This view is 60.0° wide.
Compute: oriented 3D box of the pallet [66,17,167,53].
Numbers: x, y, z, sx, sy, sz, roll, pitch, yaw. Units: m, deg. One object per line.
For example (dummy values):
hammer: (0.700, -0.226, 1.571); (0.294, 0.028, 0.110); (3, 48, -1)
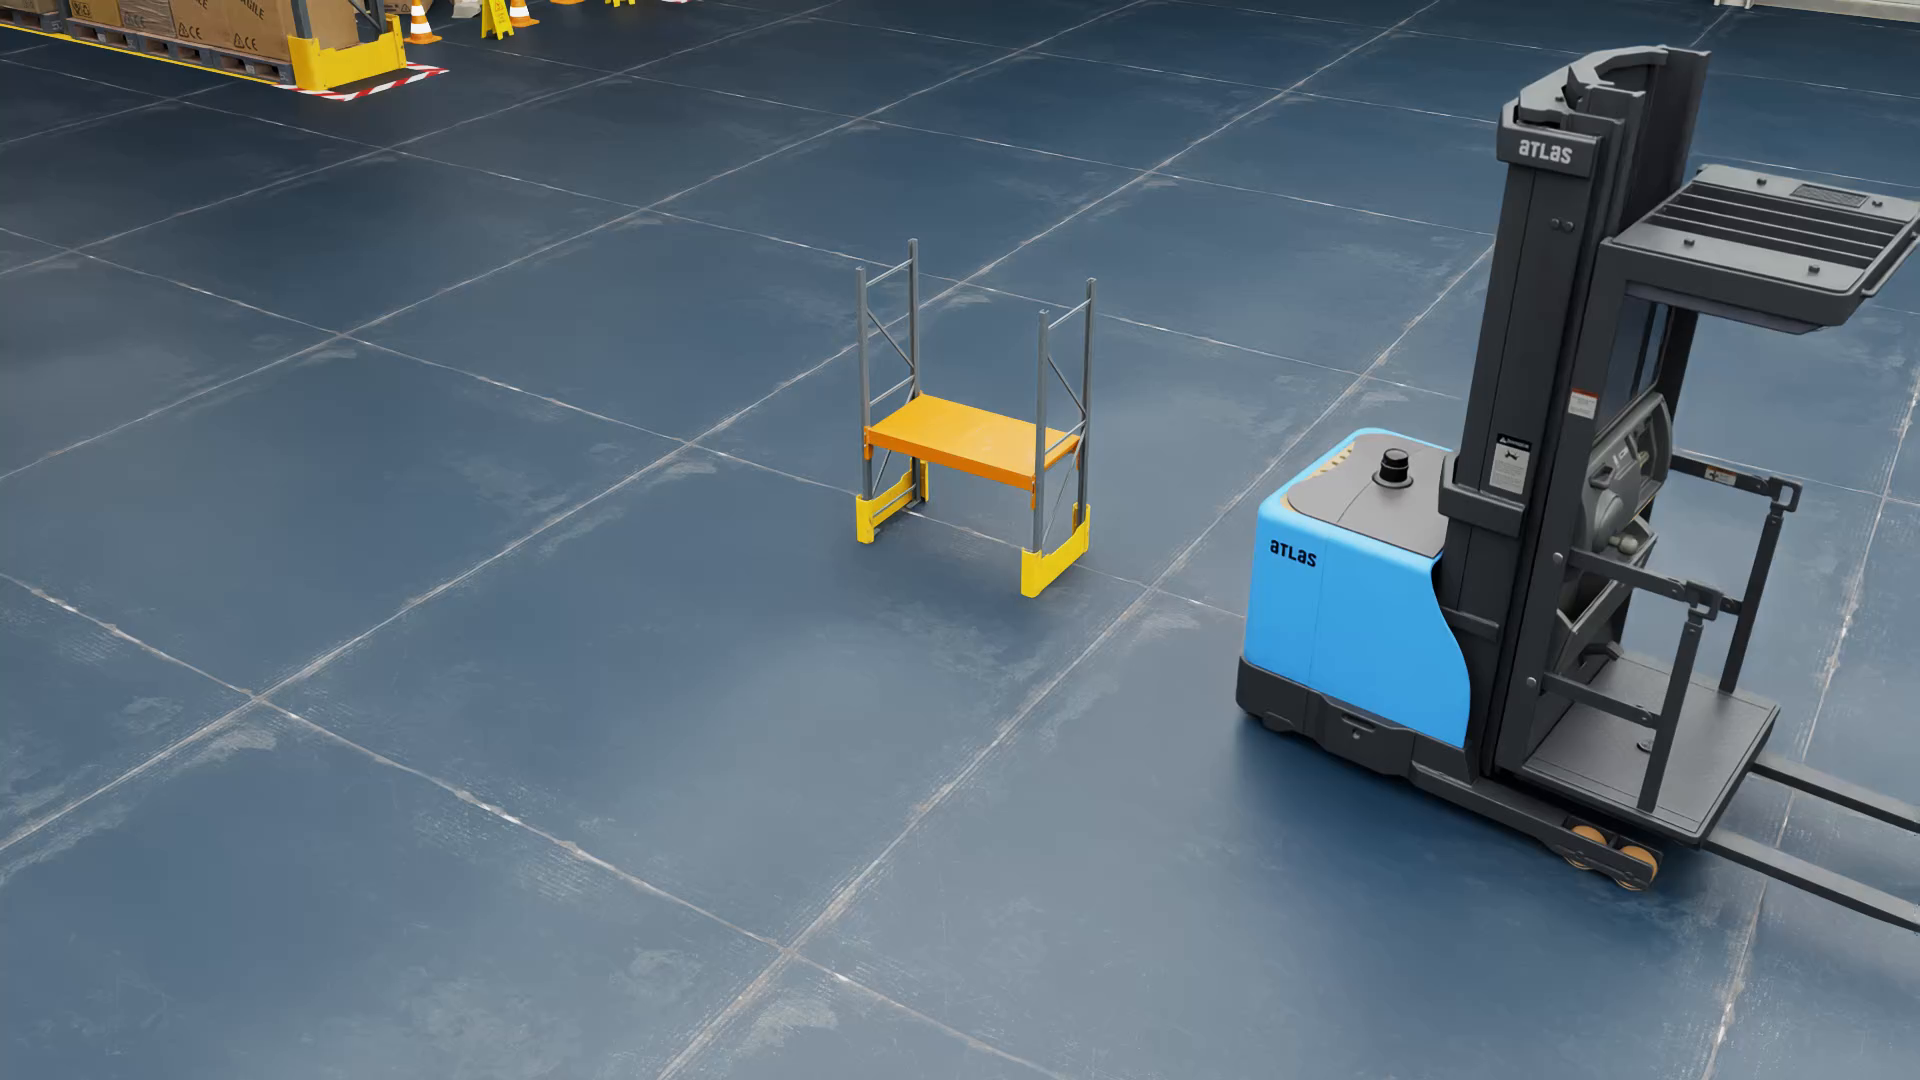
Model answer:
pallet: (-8.924, -5.607, 18.152); (1.213, 0.211, 1.003); (18, 35, 27)

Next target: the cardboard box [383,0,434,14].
cardboard box: (-6.426, -6.429, 19.270); (0.637, 0.503, 0.797); (-4, 30, -7)

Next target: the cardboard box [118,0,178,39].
cardboard box: (-8.265, -5.874, 17.534); (0.875, 0.875, 0.875); (18, 35, 28)

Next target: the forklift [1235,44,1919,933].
forklift: (2.693, -0.216, 6.211); (3.031, 2.935, 1.130); (22, 37, 33)

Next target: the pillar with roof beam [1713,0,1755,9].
pillar with roof beam: (6.808, -8.347, 14.127); (0.400, 9.000, 9.100); (18, 35, 27)

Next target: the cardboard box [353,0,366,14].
cardboard box: (-7.091, -6.193, 19.103); (0.258, 0.266, 0.396); (24, 38, 35)

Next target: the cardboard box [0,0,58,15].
cardboard box: (-10.100, -6.386, 18.536); (0.750, 0.750, 1.050); (17, 34, 27)

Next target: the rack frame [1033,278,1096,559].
rack frame: (0.503, -0.489, 8.099); (0.032, 1.500, 0.500); (18, 35, 27)

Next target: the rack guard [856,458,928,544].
rack guard: (-0.357, -0.221, 8.881); (0.087, 0.250, 0.587); (18, 35, 27)

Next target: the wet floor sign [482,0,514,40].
wet floor sign: (-5.061, -5.797, 18.047); (0.232, 0.644, 0.267); (12, 32, 19)

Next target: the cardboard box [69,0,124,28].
cardboard box: (-9.031, -6.114, 17.945); (0.875, 0.875, 0.875); (18, 35, 28)

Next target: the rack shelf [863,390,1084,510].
rack shelf: (0.072, -0.470, 8.424); (1.000, 0.185, 0.538); (18, 35, 27)

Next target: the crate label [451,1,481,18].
crate label: (-5.643, -6.064, 19.009); (0.298, 0.136, 0.250); (1, 30, 2)

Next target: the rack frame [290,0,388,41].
rack frame: (-6.138, -5.977, 16.019); (0.127, 3.000, 1.000); (18, 35, 27)

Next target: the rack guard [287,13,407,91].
rack guard: (-6.118, -4.891, 16.638); (0.348, 0.500, 1.175); (18, 35, 27)

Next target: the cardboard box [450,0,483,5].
cardboard box: (-5.776, -6.374, 19.529); (0.380, 0.149, 0.250); (-15, 33, -24)

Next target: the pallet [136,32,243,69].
pallet: (-7.886, -5.281, 17.592); (1.213, 0.211, 1.003); (18, 35, 27)

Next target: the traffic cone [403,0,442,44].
traffic cone: (-5.833, -5.630, 17.941); (0.334, 0.463, 0.336); (18, 35, 27)

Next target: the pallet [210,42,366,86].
pallet: (-6.857, -4.953, 17.031); (1.213, 0.211, 1.003); (18, 35, 27)

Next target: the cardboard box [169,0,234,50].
cardboard box: (-7.494, -5.629, 17.114); (0.875, 0.875, 0.875); (17, 34, 27)

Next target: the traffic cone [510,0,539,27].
traffic cone: (-4.945, -6.021, 18.611); (0.334, 0.463, 0.336); (18, 35, 27)

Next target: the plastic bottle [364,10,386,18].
plastic bottle: (-6.702, -5.994, 18.963); (0.283, 0.061, 0.133); (6, 31, 10)

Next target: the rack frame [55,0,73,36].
rack frame: (-9.526, -7.049, 17.855); (0.127, 3.000, 1.000); (18, 35, 27)

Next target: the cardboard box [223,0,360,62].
cardboard box: (-6.748, -5.394, 16.711); (0.875, 0.875, 0.875); (18, 35, 28)

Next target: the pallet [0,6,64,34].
pallet: (-10.220, -6.019, 18.857); (1.213, 0.211, 1.003); (18, 35, 27)

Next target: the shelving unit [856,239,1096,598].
shelving unit: (0.065, -0.627, 8.337); (1.083, 1.500, 0.587); (18, 35, 27)

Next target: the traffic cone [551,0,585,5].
traffic cone: (-4.642, -6.586, 19.579); (0.334, 0.463, 0.336); (18, 35, 27)

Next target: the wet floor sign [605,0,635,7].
wet floor sign: (-4.000, -6.592, 19.410); (0.267, 0.644, 0.232); (-21, 36, -32)

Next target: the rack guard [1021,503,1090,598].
rack guard: (0.486, 0.046, 8.423); (0.087, 0.250, 0.587); (18, 35, 27)

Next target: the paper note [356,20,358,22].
paper note: (-6.837, -5.870, 18.803); (0.032, 0.001, 0.123); (-15, 33, -24)

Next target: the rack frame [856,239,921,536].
rack frame: (-0.358, -0.761, 8.566); (0.032, 1.500, 0.500); (18, 35, 27)
